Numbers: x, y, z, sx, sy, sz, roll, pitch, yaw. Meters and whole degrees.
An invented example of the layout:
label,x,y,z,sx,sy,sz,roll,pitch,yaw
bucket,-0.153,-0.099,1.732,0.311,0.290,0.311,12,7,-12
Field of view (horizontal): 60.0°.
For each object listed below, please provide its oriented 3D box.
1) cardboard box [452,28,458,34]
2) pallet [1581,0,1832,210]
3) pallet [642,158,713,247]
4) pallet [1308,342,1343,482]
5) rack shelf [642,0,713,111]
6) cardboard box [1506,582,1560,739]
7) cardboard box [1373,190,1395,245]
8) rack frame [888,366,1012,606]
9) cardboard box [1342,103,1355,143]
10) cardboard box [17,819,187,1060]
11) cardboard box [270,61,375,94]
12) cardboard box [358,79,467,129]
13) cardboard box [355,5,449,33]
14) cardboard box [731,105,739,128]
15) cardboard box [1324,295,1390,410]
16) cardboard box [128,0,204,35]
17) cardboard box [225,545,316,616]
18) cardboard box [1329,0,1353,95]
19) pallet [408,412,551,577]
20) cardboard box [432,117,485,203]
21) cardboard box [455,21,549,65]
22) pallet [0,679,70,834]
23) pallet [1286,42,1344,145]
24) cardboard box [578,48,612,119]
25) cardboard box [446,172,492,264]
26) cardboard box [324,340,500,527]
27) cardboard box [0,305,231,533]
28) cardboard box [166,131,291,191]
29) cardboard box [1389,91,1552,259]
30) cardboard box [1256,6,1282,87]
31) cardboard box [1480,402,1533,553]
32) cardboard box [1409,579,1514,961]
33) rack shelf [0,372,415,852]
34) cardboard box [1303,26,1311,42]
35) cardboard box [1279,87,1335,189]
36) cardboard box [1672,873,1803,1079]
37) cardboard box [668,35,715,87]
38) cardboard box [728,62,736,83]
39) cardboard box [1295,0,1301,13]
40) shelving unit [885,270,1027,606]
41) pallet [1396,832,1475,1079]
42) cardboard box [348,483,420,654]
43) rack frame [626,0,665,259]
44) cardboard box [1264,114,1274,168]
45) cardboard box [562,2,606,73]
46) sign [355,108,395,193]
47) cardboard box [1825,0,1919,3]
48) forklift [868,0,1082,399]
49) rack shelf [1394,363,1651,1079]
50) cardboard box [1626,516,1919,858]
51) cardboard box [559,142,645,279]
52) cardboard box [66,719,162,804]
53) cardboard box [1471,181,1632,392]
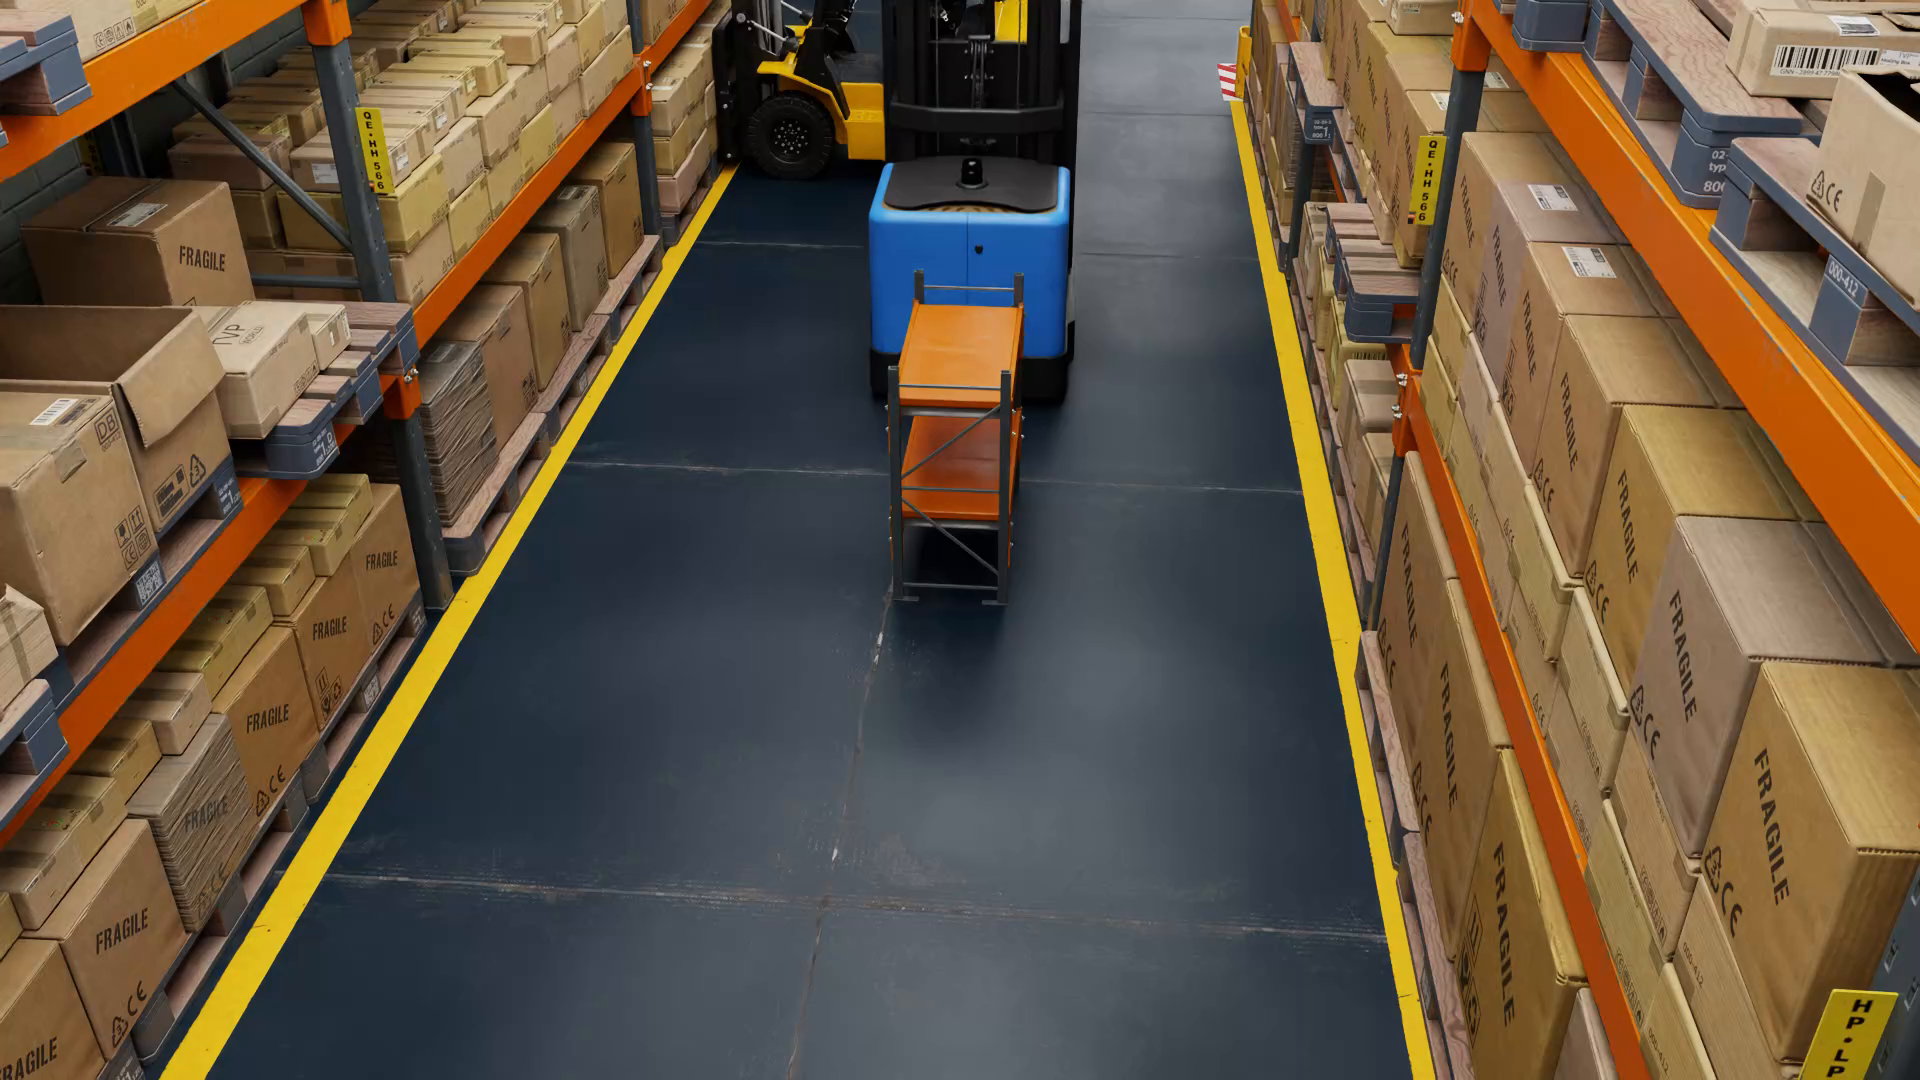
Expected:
label,x,y,z,sx,sy,sz,roll,pitch,yaw
cardboard box,-2.809,-2.471,8.568,0.500,0.250,0.500,2,32,3
pallet,2.126,-1.078,3.961,1.003,0.211,1.213,4,32,6
pallet,-2.302,-2.334,11.336,1.003,0.211,1.213,2,32,4
pallet,2.380,-0.663,8.625,1.003,0.211,1.213,2,32,4
rack shelf,-2.246,-3.847,11.819,1.077,0.370,4.000,2,32,4
cardboard box,1.813,0.305,4.539,0.500,0.250,0.500,2,32,4
cardboard box,1.931,-1.336,6.897,0.380,0.149,0.250,2,32,4
rack frame,-0.042,-0.210,7.018,0.500,1.125,0.032,2,32,4
cardboard box,2.045,-2.013,7.997,0.380,0.149,0.250,4,32,6
cardboard box,-2.718,1.178,4.961,0.500,0.500,0.500,2,32,3
cardboard box,-2.868,-2.052,7.507,0.380,0.149,0.250,2,32,4
cardboard box,-2.390,-1.901,7.262,0.380,0.149,0.250,3,32,5
cardboard box,-2.807,-2.587,8.375,0.380,0.149,0.250,2,32,4
cardboard box,-1.926,-3.154,12.230,0.500,0.250,0.500,3,32,6
cardboard box,2.389,-0.943,8.526,0.950,0.372,0.625,3,32,6
cardboard box,-2.574,-1.687,4.912,0.500,0.250,0.500,3,32,4
cardboard box,-2.579,0.143,6.024,0.380,0.149,0.250,1,32,2
cardboard box,2.121,-2.492,8.156,0.500,0.500,0.500,2,32,4
pallet,-2.628,-0.257,7.966,1.003,0.211,1.213,2,32,4
cardboard box,-2.413,-1.648,7.231,0.500,0.250,0.500,3,32,6
cardboard box,-2.234,-2.426,8.115,0.380,0.149,0.250,2,32,3
pallet,-2.886,0.745,3.866,1.003,0.211,1.213,2,32,4
pallet,2.332,-2.422,9.004,1.003,0.211,1.213,2,32,4
cardboard box,-2.224,-2.505,9.099,0.500,0.250,0.500,2,32,4
cardboard box,-2.408,-1.436,7.364,0.500,0.250,0.500,2,32,3
cardboard box,-2.670,-0.509,7.580,0.875,0.625,0.625,3,32,6
cardboard box,-2.683,-0.377,5.004,0.797,0.503,0.637,2,32,3
cardboard box,-2.909,-1.513,6.632,0.380,0.149,0.250,3,32,6
cardboard box,1.973,-1.403,6.388,0.500,0.500,0.500,2,32,3
cardboard box,2.484,-3.620,12.271,0.500,0.500,0.500,1,32,2
cardboard box,1.830,-0.170,4.833,0.500,0.250,0.500,2,32,4
cardboard box,1.998,0.744,5.308,0.875,0.875,0.875,3,32,5
rack shelf,-2.897,0.337,5.031,1.077,0.370,4.000,2,32,4
cardboard box,2.261,-2.971,9.952,0.380,0.149,0.250,2,32,3
cardboard box,2.320,-2.545,10.527,0.500,0.500,0.500,2,32,3
cardboard box,1.681,0.896,3.103,0.500,0.250,0.500,2,32,4
cardboard box,-1.976,-3.308,11.527,0.500,0.250,0.500,3,32,6
cardboard box,-1.928,-3.358,12.084,0.500,0.250,0.500,2,32,4
cardboard box,2.362,-3.579,10.319,0.500,0.500,0.500,3,32,6
shelving unit,-0.001,-0.475,7.449,0.538,1.125,1.048,2,32,4
pallet,1.972,1.427,5.233,1.003,0.211,1.213,2,32,4
cardboard box,-2.554,0.100,6.711,0.500,0.500,0.500,3,32,5
rack frame,-2.408,-3.107,9.933,1.000,3.000,0.127,2,32,4
cardboard box,2.399,-2.770,11.607,0.500,0.250,0.500,3,32,5
cardboard box,-2.228,-2.719,8.970,0.500,0.250,0.500,2,32,3
sign,-2.192,-1.457,6.226,0.100,0.325,0.005,2,32,4
cardboard box,2.359,-1.370,3.759,0.500,0.500,0.500,3,32,4
forklift,0.134,-2.742,9.406,1.130,2.935,3.031,2,32,3
rack shelf,2.051,0.547,4.690,1.077,0.370,4.000,2,32,4
cardboard box,1.709,0.303,3.351,0.500,0.500,0.500,3,32,5
cardboard box,-2.440,-2.002,10.002,0.875,0.625,0.625,4,32,6
cardboard box,-2.729,0.681,5.150,0.380,0.149,0.250,3,32,4
cardboard box,1.899,-0.766,5.086,0.500,0.500,0.500,3,32,4
